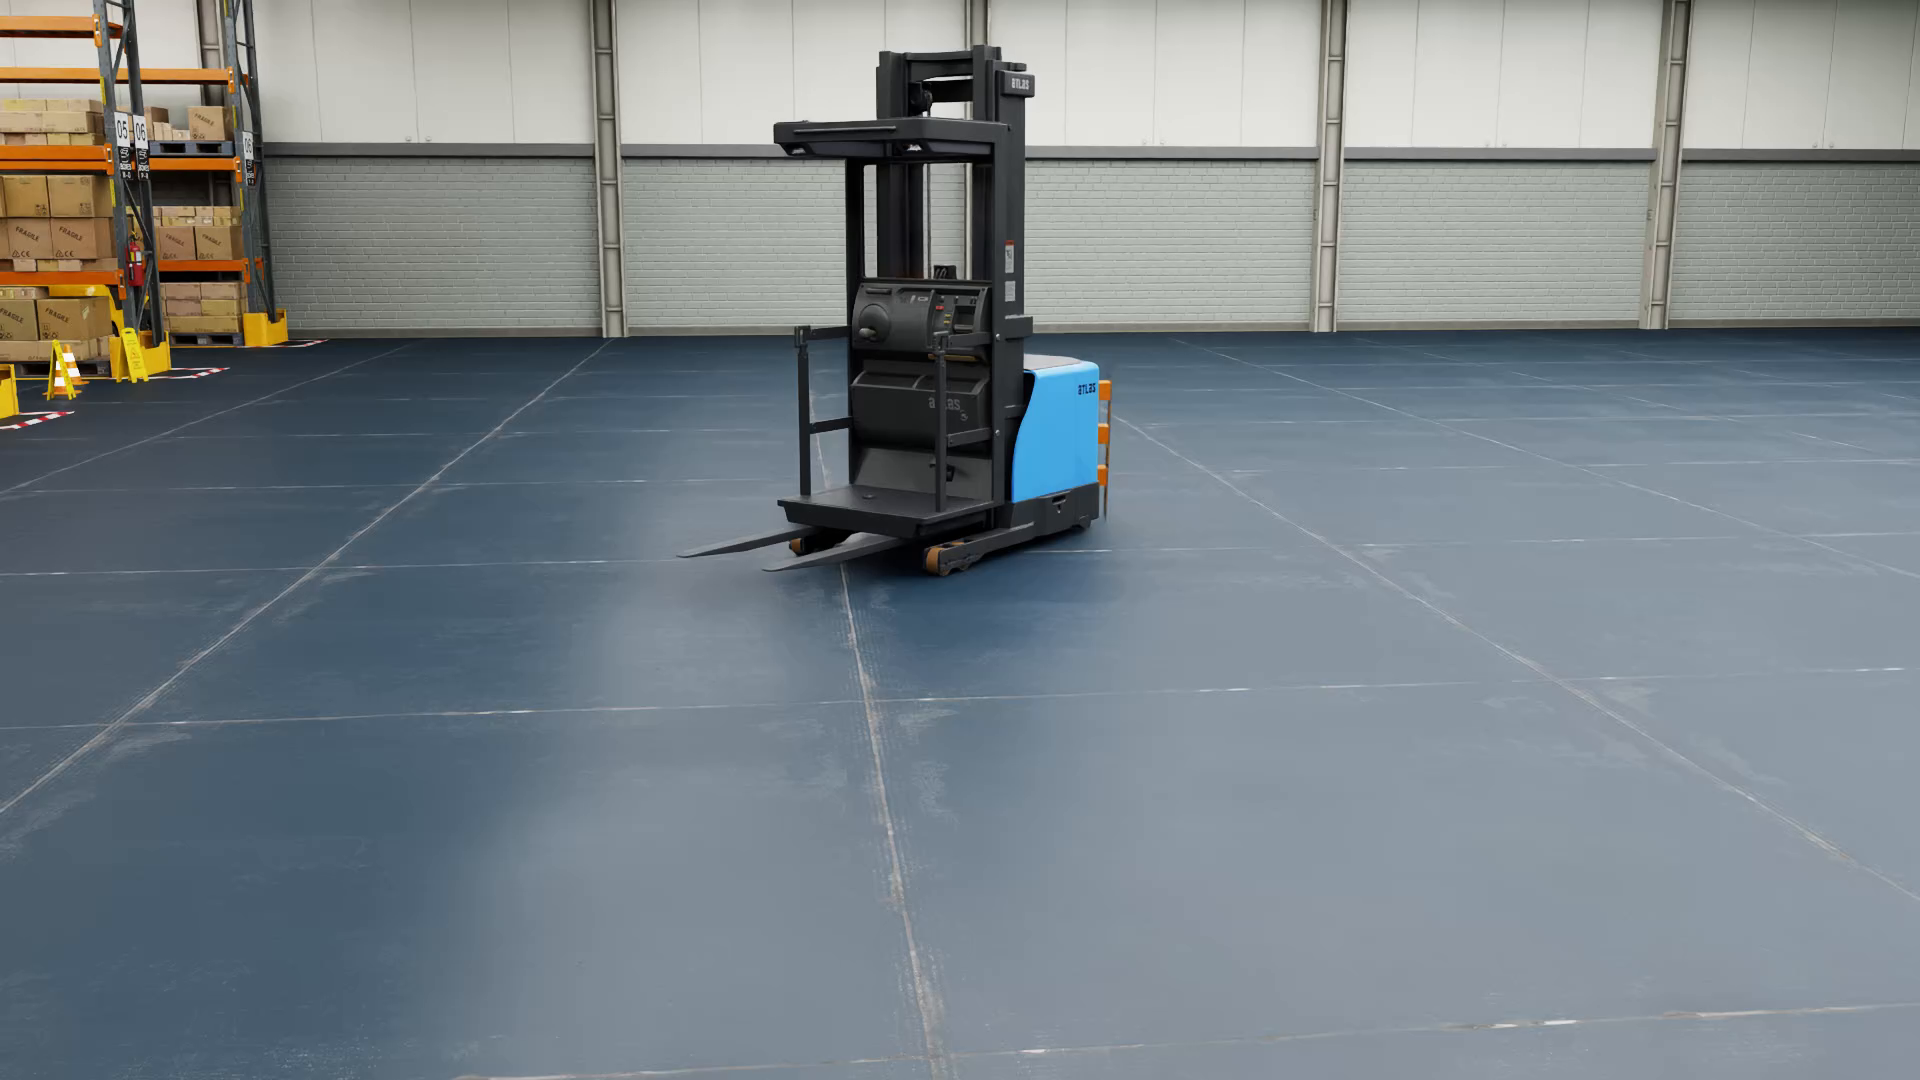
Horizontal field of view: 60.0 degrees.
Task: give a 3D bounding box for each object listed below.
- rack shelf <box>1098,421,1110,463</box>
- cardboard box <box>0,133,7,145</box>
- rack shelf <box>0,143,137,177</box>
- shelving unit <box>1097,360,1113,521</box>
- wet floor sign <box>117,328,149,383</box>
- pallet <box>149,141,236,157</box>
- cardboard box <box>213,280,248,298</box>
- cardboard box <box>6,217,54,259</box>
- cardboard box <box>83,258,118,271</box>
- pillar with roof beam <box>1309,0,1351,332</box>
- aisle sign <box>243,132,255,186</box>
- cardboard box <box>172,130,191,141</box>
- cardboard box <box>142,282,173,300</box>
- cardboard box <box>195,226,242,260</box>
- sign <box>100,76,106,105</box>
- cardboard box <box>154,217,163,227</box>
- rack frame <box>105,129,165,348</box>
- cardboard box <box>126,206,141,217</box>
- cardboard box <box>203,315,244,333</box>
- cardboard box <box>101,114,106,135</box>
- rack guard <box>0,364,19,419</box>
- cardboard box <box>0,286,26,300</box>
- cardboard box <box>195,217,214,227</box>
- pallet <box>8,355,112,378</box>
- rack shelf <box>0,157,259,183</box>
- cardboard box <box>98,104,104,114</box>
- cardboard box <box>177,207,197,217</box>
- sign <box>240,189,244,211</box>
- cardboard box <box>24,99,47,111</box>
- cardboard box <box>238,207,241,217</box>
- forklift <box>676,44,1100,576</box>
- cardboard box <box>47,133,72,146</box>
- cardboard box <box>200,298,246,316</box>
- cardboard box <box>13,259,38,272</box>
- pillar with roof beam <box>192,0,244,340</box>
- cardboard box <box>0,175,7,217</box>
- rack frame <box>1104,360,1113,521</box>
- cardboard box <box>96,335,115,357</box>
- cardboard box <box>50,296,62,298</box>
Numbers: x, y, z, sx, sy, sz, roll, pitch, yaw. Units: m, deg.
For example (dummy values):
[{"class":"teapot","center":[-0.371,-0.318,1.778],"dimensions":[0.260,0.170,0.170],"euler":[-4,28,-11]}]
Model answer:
[{"class":"rack shelf","center":[0.857,-0.651,10.978],"dimensions":[0.240,0.259,0.215],"euler":[2,9,2]},{"class":"cardboard box","center":[-11.650,-4.859,20.183],"dimensions":[0.250,0.149,0.380],"euler":[-1,11,-7]},{"class":"rack shelf","center":[-12.300,-4.666,20.415],"dimensions":[4.000,0.370,1.077],"euler":[-1,11,-6]},{"class":"shelving unit","center":[0.857,-0.661,10.977],"dimensions":[0.252,1.050,0.215],"euler":[2,9,2]},{"class":"wet floor sign","center":[-10.007,-2.232,20.050],"dimensions":[0.232,0.644,0.267],"euler":[3,11,14]},{"class":"pallet","center":[-11.557,-5.959,25.358],"dimensions":[1.213,0.211,1.003],"euler":[-1,11,-6]},{"class":"cardboard box","center":[-11.350,-3.914,25.950],"dimensions":[0.500,0.250,0.500],"euler":[-1,11,-7]},{"class":"cardboard box","center":[-11.320,-3.710,20.434],"dimensions":[0.500,0.500,0.500],"euler":[-1,11,-6]},{"class":"cardboard box","center":[-10.661,-3.417,20.623],"dimensions":[0.250,0.149,0.380],"euler":[-1,11,-4]},{"class":"pillar with roof beam","center":[6.718,-7.192,23.623],"dimensions":[0.400,9.000,9.100],"euler":[-1,11,-6]},{"class":"aisle sign","center":[-10.755,-5.761,25.158],"dimensions":[0.004,0.787,0.394],"euler":[-1,11,-6]},{"class":"cardboard box","center":[-11.643,-6.069,24.989],"dimensions":[0.250,0.149,0.380],"euler":[-2,11,-8]},{"class":"cardboard box","center":[-12.283,-3.794,25.341],"dimensions":[0.500,0.250,0.500],"euler":[-1,11,-5]},{"class":"cardboard box","center":[-11.312,-4.529,25.370],"dimensions":[0.500,0.500,0.500],"euler":[-1,11,-7]},{"class":"sign","center":[-10.272,-5.388,19.928],"dimensions":[0.005,0.325,0.100],"euler":[-1,11,-6]},{"class":"cardboard box","center":[-12.190,-4.825,25.193],"dimensions":[0.250,0.149,0.380],"euler":[-2,11,-8]},{"class":"rack frame","center":[-10.312,-3.589,20.847],"dimensions":[0.127,3.000,1.000],"euler":[-1,11,-6]},{"class":"cardboard box","center":[-12.443,-4.960,25.111],"dimensions":[0.250,0.149,0.380],"euler":[-1,11,-5]},{"class":"cardboard box","center":[-11.285,-3.327,25.555],"dimensions":[0.500,0.250,0.500],"euler":[-1,11,-6]},{"class":"cardboard box","center":[-10.841,-5.174,20.750],"dimensions":[0.500,0.250,0.500],"euler":[-1,11,-7]},{"class":"rack guard","center":[-9.653,-1.416,16.273],"dimensions":[0.348,0.500,1.175],"euler":[-1,11,-6]},{"class":"cardboard box","center":[-11.688,-3.040,20.469],"dimensions":[0.250,0.149,0.380],"euler":[-1,11,-5]},{"class":"cardboard box","center":[-11.417,-4.836,25.250],"dimensions":[0.250,0.149,0.380],"euler":[-1,11,-5]},{"class":"pallet","center":[-11.199,-2.209,21.056],"dimensions":[1.213,0.211,1.003],"euler":[-1,11,-6]},{"class":"rack shelf","center":[-12.840,-5.618,25.256],"dimensions":[4.000,0.370,1.077],"euler":[-1,11,-6]},{"class":"cardboard box","center":[-10.687,-5.360,20.666],"dimensions":[0.250,0.149,0.380],"euler":[-1,11,-6]},{"class":"cardboard box","center":[-11.684,-4.984,25.233],"dimensions":[0.250,0.149,0.380],"euler":[-1,11,-5]},{"class":"sign","center":[-10.807,-5.121,25.023],"dimensions":[0.005,0.325,0.100],"euler":[-1,11,-6]},{"class":"cardboard box","center":[-11.128,-5.258,20.146],"dimensions":[0.250,0.149,0.380],"euler":[-1,11,-7]},{"class":"cardboard box","center":[-11.209,-5.088,25.760],"dimensions":[0.250,0.149,0.380],"euler":[-1,11,-7]},{"class":"forklift","center":[-0.360,-1.339,9.583],"dimensions":[1.130,2.935,3.031],"euler":[8,14,34]},{"class":"cardboard box","center":[-10.880,-4.865,20.213],"dimensions":[0.250,0.149,0.380],"euler":[-1,11,-6]},{"class":"cardboard box","center":[-11.302,-3.573,25.508],"dimensions":[0.500,0.250,0.500],"euler":[-1,11,-7]},{"class":"cardboard box","center":[-11.410,-3.378,20.425],"dimensions":[0.250,0.149,0.380],"euler":[-1,11,-5]},{"class":"pillar with roof beam","center":[-11.176,-6.817,21.716],"dimensions":[0.400,9.000,9.100],"euler":[-1,11,-6]},{"class":"cardboard box","center":[-11.796,-4.182,20.244],"dimensions":[0.500,0.500,0.700],"euler":[-1,11,-7]},{"class":"rack frame","center":[0.979,-0.657,10.973],"dimensions":[0.008,1.050,0.200],"euler":[2,9,2]},{"class":"cardboard box","center":[-11.144,-2.482,21.256],"dimensions":[0.500,0.250,0.500],"euler":[-1,11,-7]},{"class":"cardboard box","center":[-11.687,-2.838,21.121],"dimensions":[0.500,0.500,0.500],"euler":[-2,11,-8]}]
